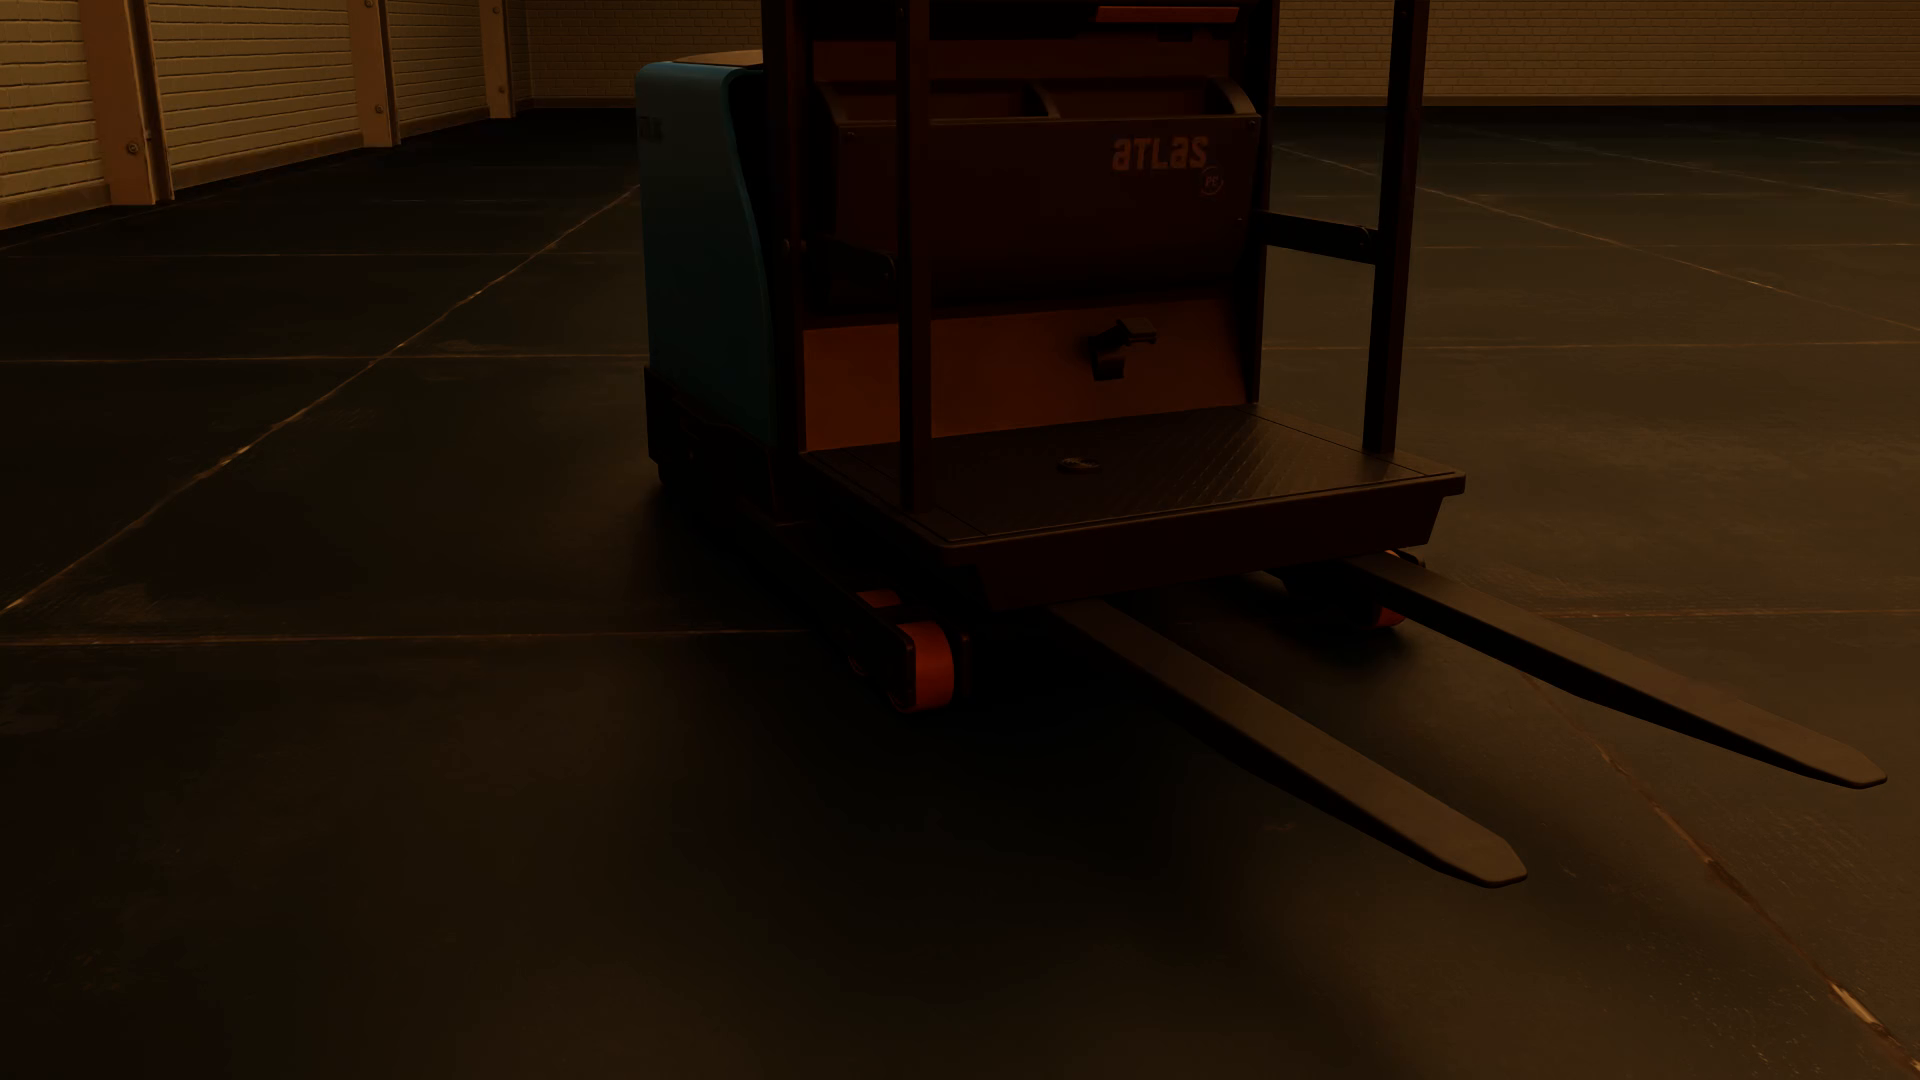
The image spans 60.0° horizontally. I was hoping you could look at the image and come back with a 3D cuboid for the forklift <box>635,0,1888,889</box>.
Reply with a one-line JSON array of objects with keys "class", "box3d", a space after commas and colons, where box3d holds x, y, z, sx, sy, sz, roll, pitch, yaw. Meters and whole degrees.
[{"class": "forklift", "box3d": [0.258, -1.240, 2.962, 1.130, 2.935, 3.031, -8, 19, -24]}]
